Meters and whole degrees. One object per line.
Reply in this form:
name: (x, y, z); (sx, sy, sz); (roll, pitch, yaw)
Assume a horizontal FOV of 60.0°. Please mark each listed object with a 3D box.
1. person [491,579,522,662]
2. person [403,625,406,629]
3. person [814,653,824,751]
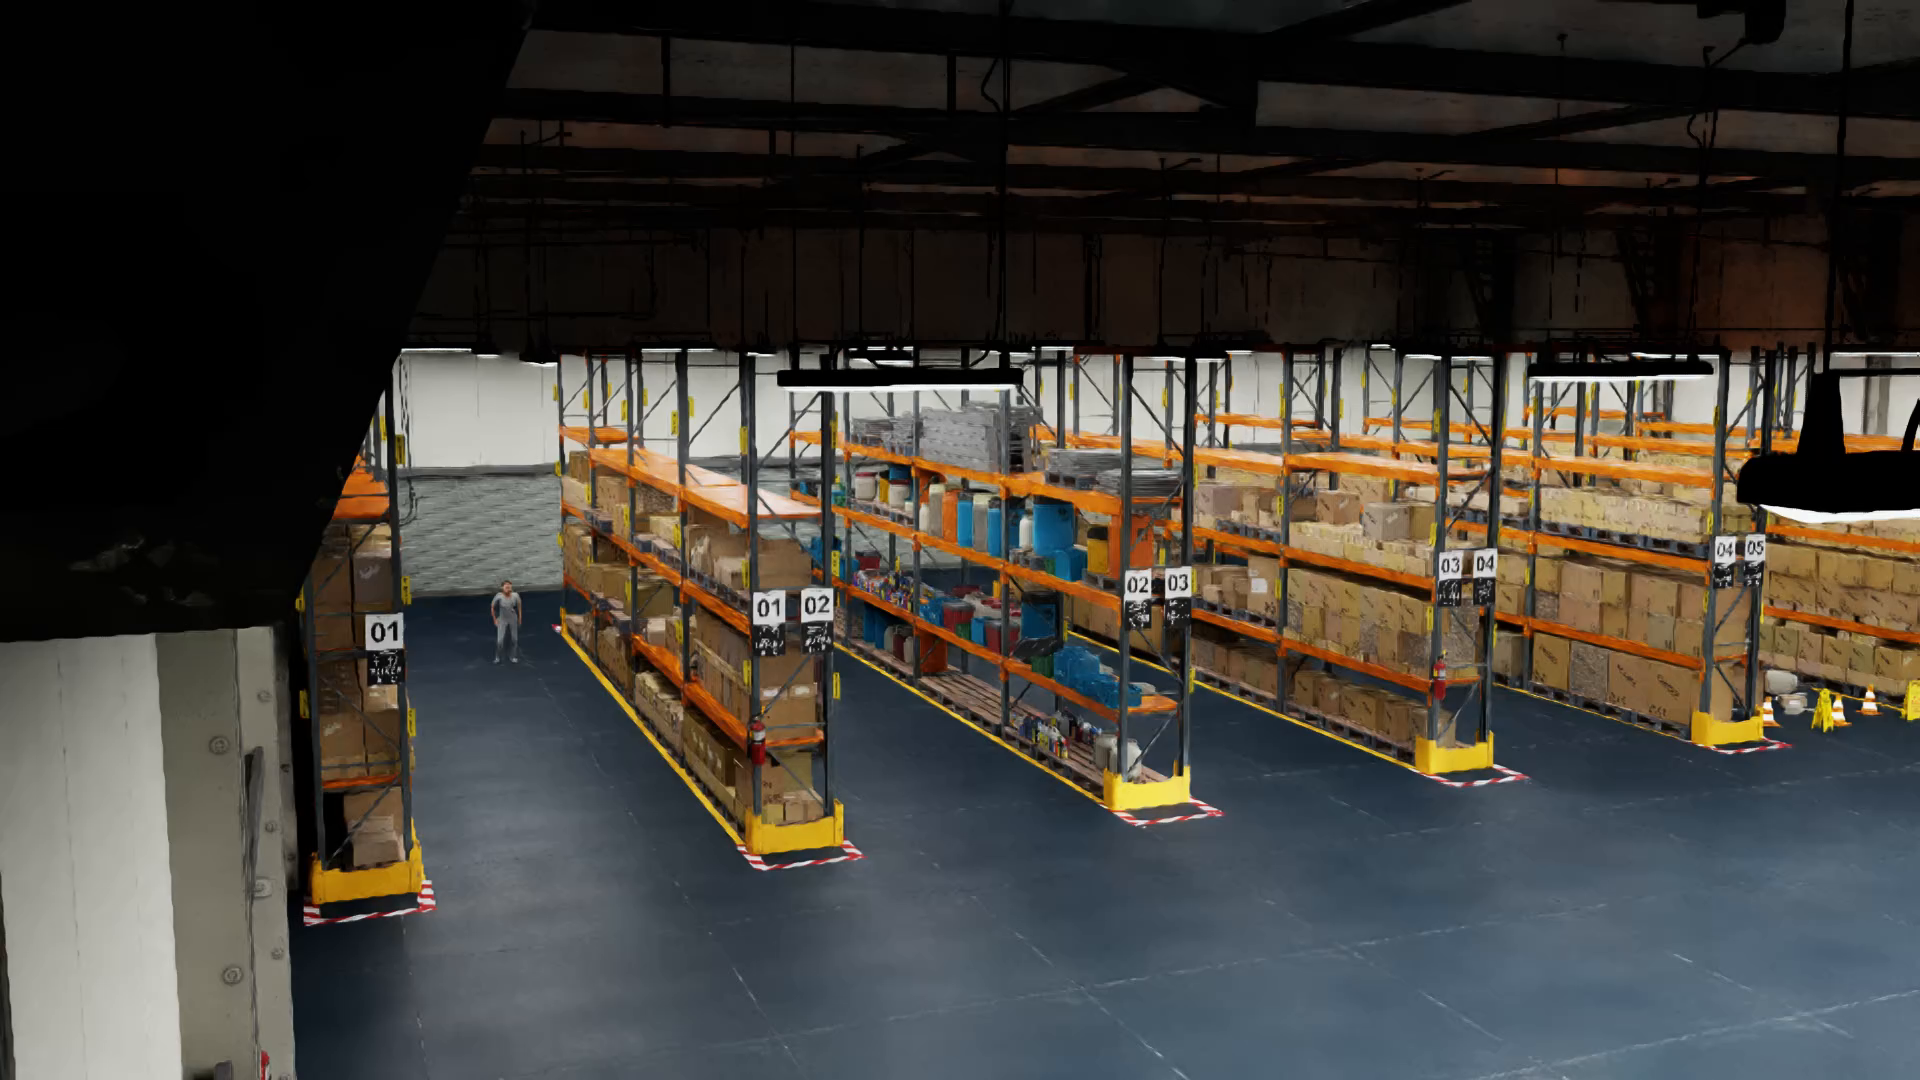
person: (-8.599, 1.534, 31.555); (0.580, 1.619, 0.507); (-3, 8, -23)
person: (-12.007, 1.064, 34.690); (0.548, 1.720, 0.747); (1, 7, 11)
person: (-2.295, 2.297, 25.036); (0.598, 1.698, 1.193); (-3, 8, -19)
